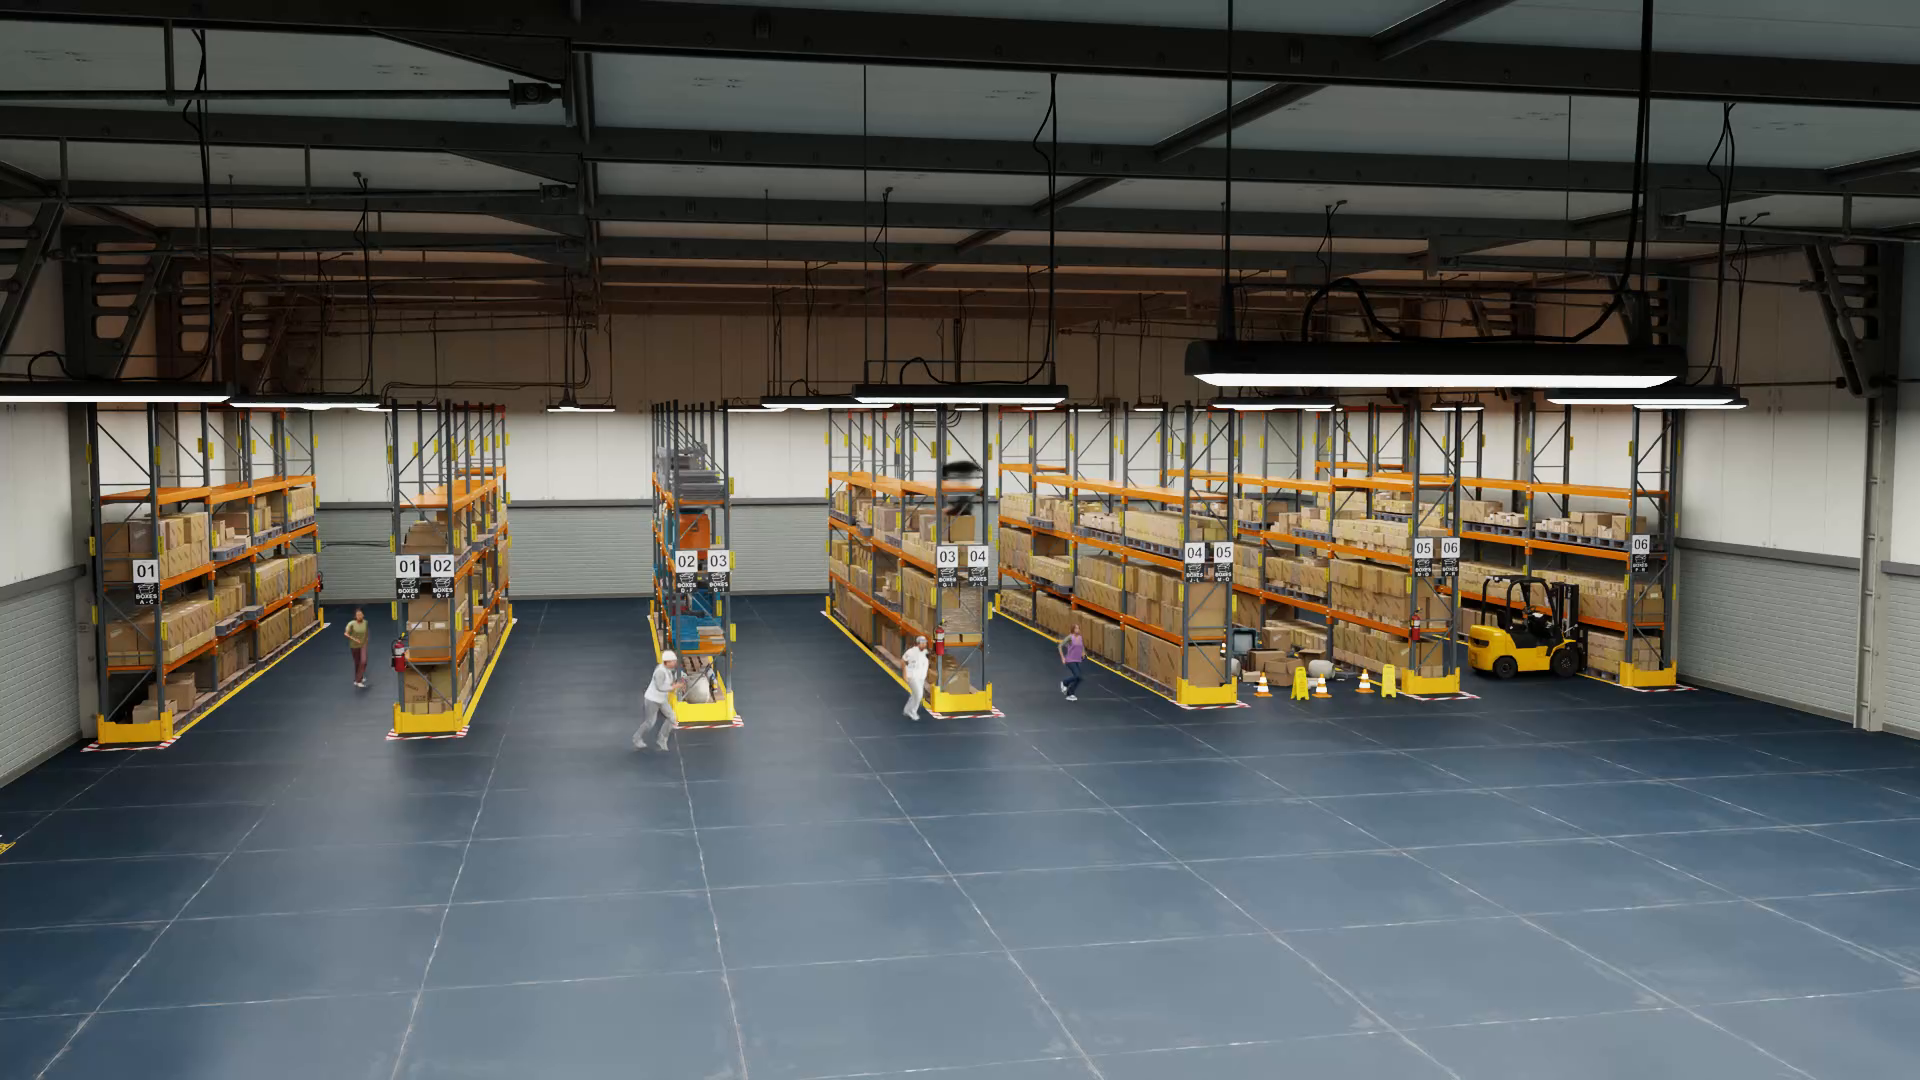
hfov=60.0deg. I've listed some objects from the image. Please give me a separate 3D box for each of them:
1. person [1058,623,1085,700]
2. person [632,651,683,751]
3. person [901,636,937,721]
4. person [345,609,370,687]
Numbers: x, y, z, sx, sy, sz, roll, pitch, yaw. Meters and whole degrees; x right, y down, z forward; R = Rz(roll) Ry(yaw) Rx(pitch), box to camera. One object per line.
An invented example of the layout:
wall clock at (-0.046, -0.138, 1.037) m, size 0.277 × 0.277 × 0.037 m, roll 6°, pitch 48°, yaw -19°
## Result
person at (2.295, 2.450, 33.344) m, size 0.512 × 1.525 × 0.545 m, roll 4°, pitch 6°, yaw 45°
person at (-5.152, 2.762, 28.325) m, size 0.923 × 1.773 × 0.666 m, roll 1°, pitch 4°, yaw 12°
person at (-0.822, 2.586, 31.253) m, size 0.564 × 1.609 × 0.789 m, roll -4°, pitch 6°, yaw -45°
person at (-12.715, 2.253, 35.092) m, size 0.556 × 1.640 × 0.835 m, roll -2°, pitch 5°, yaw -30°
